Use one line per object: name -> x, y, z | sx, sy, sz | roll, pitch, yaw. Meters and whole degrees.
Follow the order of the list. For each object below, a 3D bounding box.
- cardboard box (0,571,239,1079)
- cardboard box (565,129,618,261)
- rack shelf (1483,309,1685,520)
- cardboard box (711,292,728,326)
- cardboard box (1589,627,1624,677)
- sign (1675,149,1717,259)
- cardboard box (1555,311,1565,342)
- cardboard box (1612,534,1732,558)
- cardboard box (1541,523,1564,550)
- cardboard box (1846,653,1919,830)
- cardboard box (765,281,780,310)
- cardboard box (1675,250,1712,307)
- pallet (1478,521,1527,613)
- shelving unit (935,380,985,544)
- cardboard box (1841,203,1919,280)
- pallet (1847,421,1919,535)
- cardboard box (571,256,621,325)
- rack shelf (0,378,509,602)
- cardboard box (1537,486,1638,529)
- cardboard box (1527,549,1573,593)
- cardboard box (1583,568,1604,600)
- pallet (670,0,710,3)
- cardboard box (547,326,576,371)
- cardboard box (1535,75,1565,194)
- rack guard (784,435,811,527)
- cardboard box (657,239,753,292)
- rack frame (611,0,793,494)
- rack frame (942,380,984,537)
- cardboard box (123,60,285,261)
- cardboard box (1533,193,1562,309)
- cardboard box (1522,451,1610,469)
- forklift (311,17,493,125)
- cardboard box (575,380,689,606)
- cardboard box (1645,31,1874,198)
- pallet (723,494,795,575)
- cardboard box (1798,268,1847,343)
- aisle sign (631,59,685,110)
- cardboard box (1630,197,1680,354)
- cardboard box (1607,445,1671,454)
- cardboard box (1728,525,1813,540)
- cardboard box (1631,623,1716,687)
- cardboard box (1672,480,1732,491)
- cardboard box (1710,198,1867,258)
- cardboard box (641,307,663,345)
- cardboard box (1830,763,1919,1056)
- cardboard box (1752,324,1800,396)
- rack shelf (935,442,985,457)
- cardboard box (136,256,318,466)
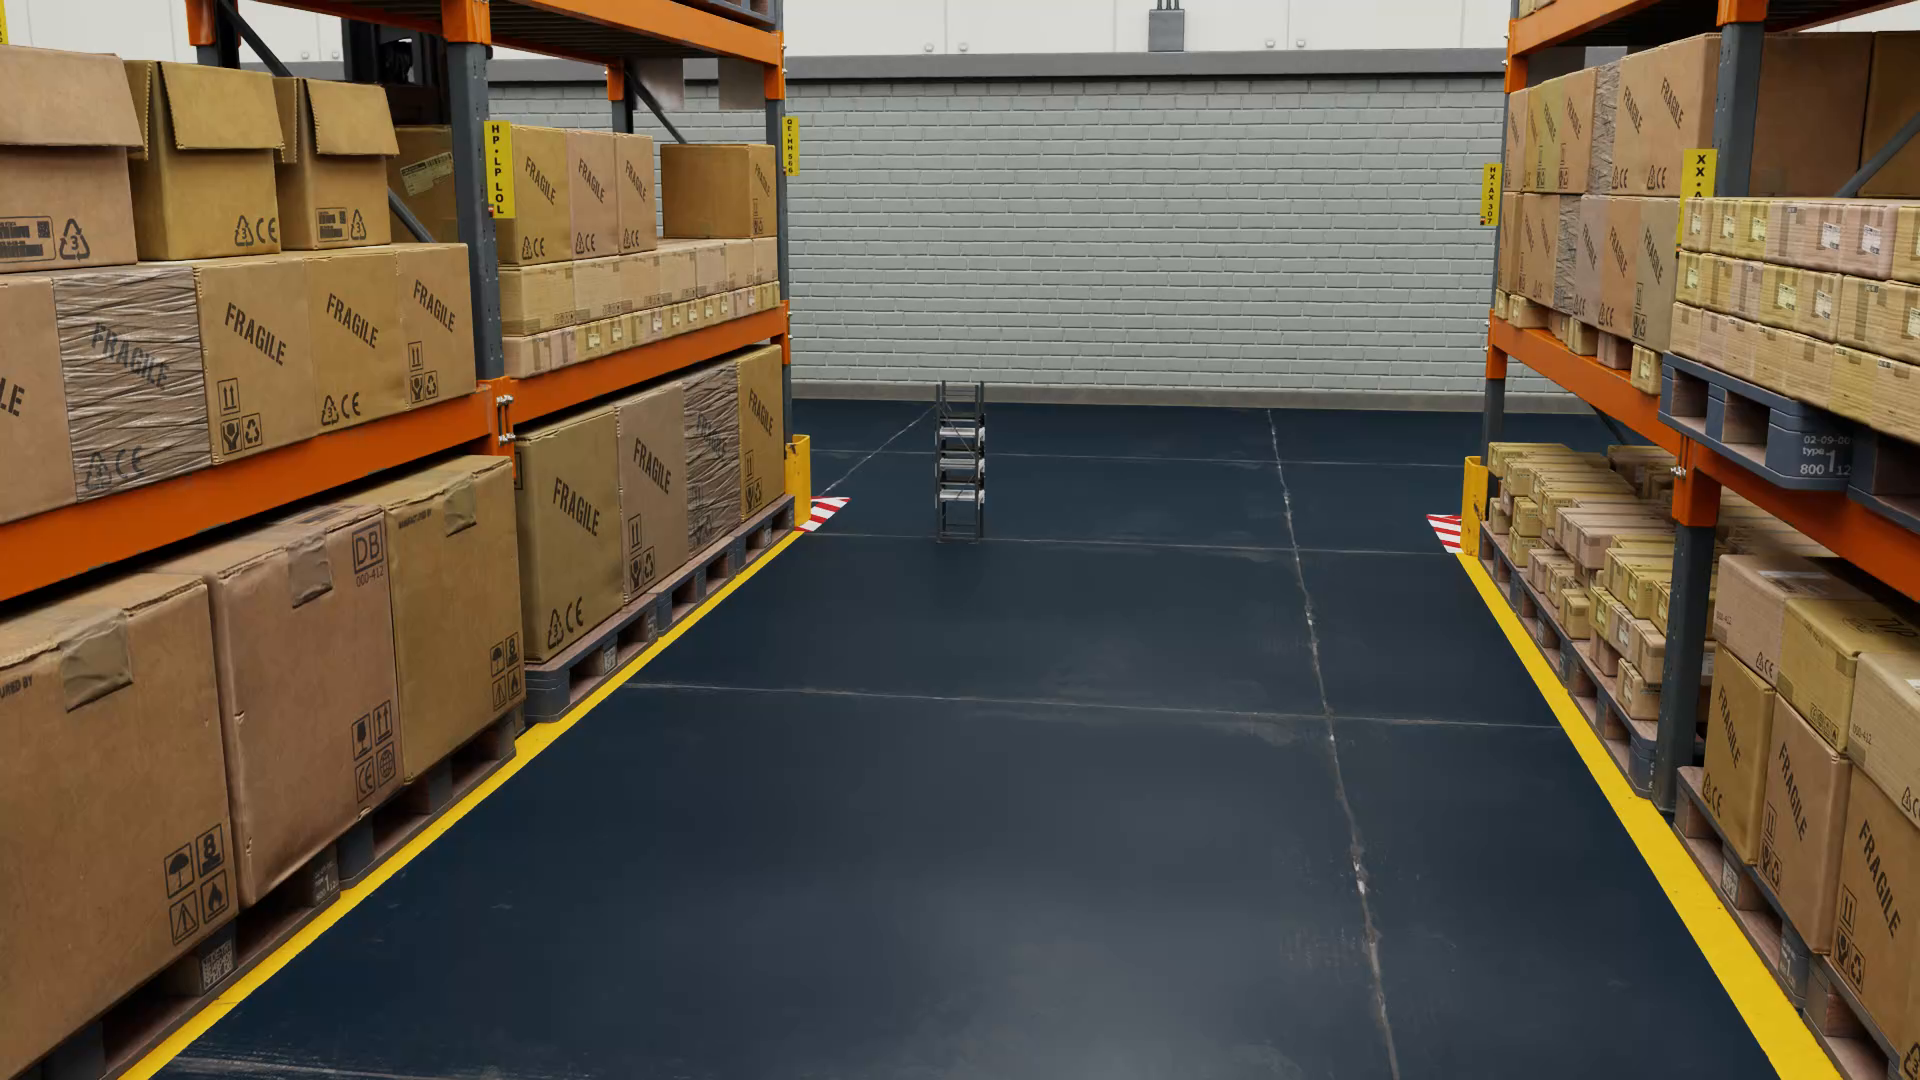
cardboard box -> -2.463, 0.580, 3.726 | 1.225, 0.875, 0.875 | 2, 12, 9
cardboard box -> -1.710, -1.390, 6.691 | 0.500, 0.500, 0.500 | 2, 12, 9
rack shelf -> 3.073, -0.640, 7.051 | 1.077, 0.370, 4.000 | 2, 12, 9
cardboard box -> -1.390, -1.170, 8.397 | 0.380, 0.149, 0.250 | 2, 12, 7
cardboard box -> 2.589, 0.412, 6.233 | 0.380, 0.149, 0.250 | 1, 12, 7
sign -> 2.228, -1.015, 5.027 | 0.100, 0.325, 0.005 | 2, 12, 9
cardboard box -> 2.878, -0.955, 7.403 | 0.380, 0.149, 0.250 | 2, 12, 8
cardboard box -> 2.712, 0.082, 6.353 | 0.380, 0.149, 0.250 | 2, 12, 11
cardboard box -> 2.905, -0.047, 7.657 | 0.380, 0.149, 0.250 | 1, 12, 6
cardboard box -> 2.229, 0.437, 3.503 | 0.500, 0.250, 0.500 | 2, 12, 11
cardboard box -> -1.234, -1.382, 9.384 | 0.380, 0.149, 0.250 | 2, 12, 10
cardboard box -> 2.251, -0.736, 4.683 | 0.380, 0.149, 0.250 | 2, 12, 10
pallet -> 3.209, 0.139, 8.348 | 1.003, 0.211, 1.213 | 2, 12, 9
shelving unit -> 0.001, -0.442, 9.406 | 0.258, 0.900, 0.210 | 2, 12, 9
cardboard box -> 2.053, -0.613, 3.403 | 0.380, 0.149, 0.250 | 2, 12, 11
pallet -> 2.415, -0.062, 3.119 | 1.003, 0.211, 1.213 | 2, 12, 9
cardboard box -> -1.707, -1.022, 6.766 | 0.500, 0.250, 0.500 | 2, 12, 8
rack shelf -> -2.427, 0.011, 4.031 | 1.077, 0.370, 4.000 | 2, 12, 9
cardboard box -> 2.782, -0.138, 7.372 | 0.380, 0.149, 0.250 | 2, 12, 10
cardboard box -> 2.776, 0.143, 7.481 | 0.380, 0.149, 0.250 | 1, 12, 6
cardboard box -> 2.709, 0.176, 6.622 | 0.380, 0.149, 0.250 | 2, 12, 10
pallet -> -1.794, -2.603, 7.544 | 1.003, 0.211, 1.213 | 2, 12, 9
cardboard box -> -1.705, -0.740, 6.403 | 0.380, 0.149, 0.250 | 1, 12, 7
cardboard box -> 2.876, -1.794, 7.379 | 0.500, 0.500, 0.500 | 2, 12, 7
rack guard -> -1.501, -0.373, 10.037 | 1.175, 0.500, 0.348 | 2, 12, 9
cardboard box -> -1.395, -1.447, 8.737 | 0.500, 0.250, 0.500 | 2, 12, 8
rack frame -> -1.504, -1.590, 9.751 | 1.000, 3.000, 0.127 | 2, 12, 9
rack frame -> 0.017, -0.463, 9.505 | 0.240, 0.900, 0.006 | 2, 12, 9
cardboard box -> -2.327, -1.021, 4.491 | 0.797, 0.503, 0.637 | 2, 12, 9
cardboard box -> 2.894, -1.304, 7.481 | 0.500, 0.500, 0.500 | 2, 12, 9
cardboard box -> 3.041, -0.351, 8.362 | 0.380, 0.149, 0.250 | 2, 12, 10
forklift -> -3.387, -1.422, 9.136 | 1.130, 2.935, 3.031 | 10, 15, 38
cardboard box -> -1.801, -0.246, 7.562 | 0.875, 0.875, 0.875 | 2, 12, 9
cardboard box -> 2.571, -1.365, 5.391 | 0.500, 0.500, 0.500 | 1, 12, 7
pallet -> -1.550, -0.058, 9.260 | 1.003, 0.211, 1.213 | 2, 12, 9
cardboard box -> 2.095, -0.518, 3.671 | 0.380, 0.149, 0.250 | 2, 12, 11
aisle sign -> -1.790, -2.885, 9.592 | 0.394, 0.787, 0.004 | 2, 12, 9
cardboard box -> 2.561, -0.880, 5.512 | 0.500, 0.500, 0.500 | 2, 12, 9
cardboard box -> 3.550, -0.392, 8.551 | 0.380, 0.149, 0.250 | 2, 12, 9
cardboard box -> 3.252, 0.042, 6.537 | 0.380, 0.149, 0.250 | 2, 12, 10
cardboard box -> 2.500, 0.392, 5.621 | 0.380, 0.149, 0.250 | 2, 12, 10
cardboard box -> 3.451, -0.174, 7.540 | 0.380, 0.149, 0.250 | 2, 12, 11
cardboard box -> 2.214, -0.823, 4.382 | 0.380, 0.149, 0.250 | 2, 12, 10
cardboard box -> -1.547, -0.955, 7.401 | 0.380, 0.149, 0.250 | 2, 12, 9
cardboard box -> 2.243, 0.806, 3.570 | 0.500, 0.500, 0.500 | 2, 12, 10
cardboard box -> 2.132, -0.429, 3.963 | 0.380, 0.149, 0.250 | 2, 12, 9
rack shelf -> 0.001, -0.497, 9.394 | 0.258, 0.077, 0.200 | 2, 12, 9
cardboard box -> -2.078, -0.488, 4.401 | 0.500, 0.500, 0.500 | 2, 12, 8
